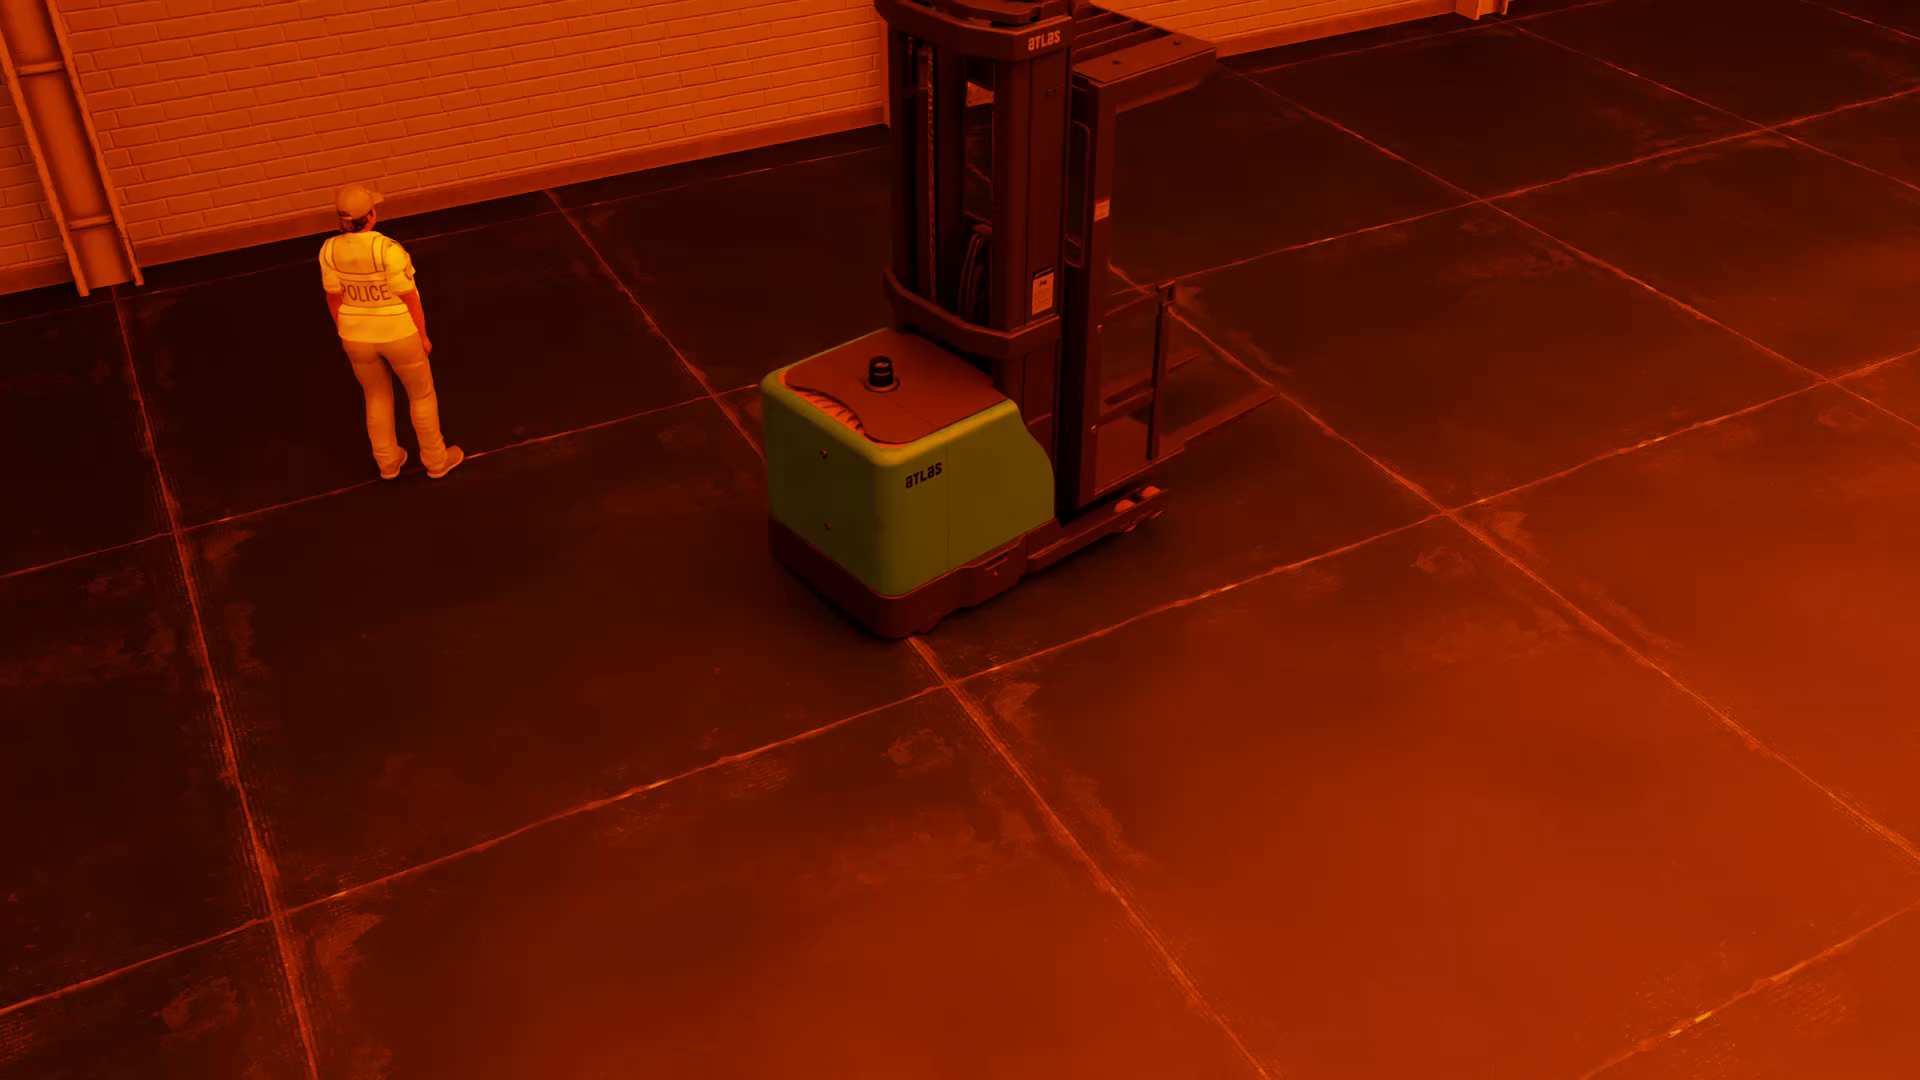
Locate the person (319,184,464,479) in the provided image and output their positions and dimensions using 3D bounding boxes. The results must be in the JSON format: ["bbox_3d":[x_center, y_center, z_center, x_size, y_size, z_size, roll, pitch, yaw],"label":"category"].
[{"bbox_3d":[-3.021,-1.077,8.749,0.479,1.668,0.388,2,35,3],"label":"person"}]

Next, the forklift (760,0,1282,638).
[{"bbox_3d":[0.475,-1.446,8.169,3.031,2.935,1.130,-26,43,-32],"label":"forklift"}]
